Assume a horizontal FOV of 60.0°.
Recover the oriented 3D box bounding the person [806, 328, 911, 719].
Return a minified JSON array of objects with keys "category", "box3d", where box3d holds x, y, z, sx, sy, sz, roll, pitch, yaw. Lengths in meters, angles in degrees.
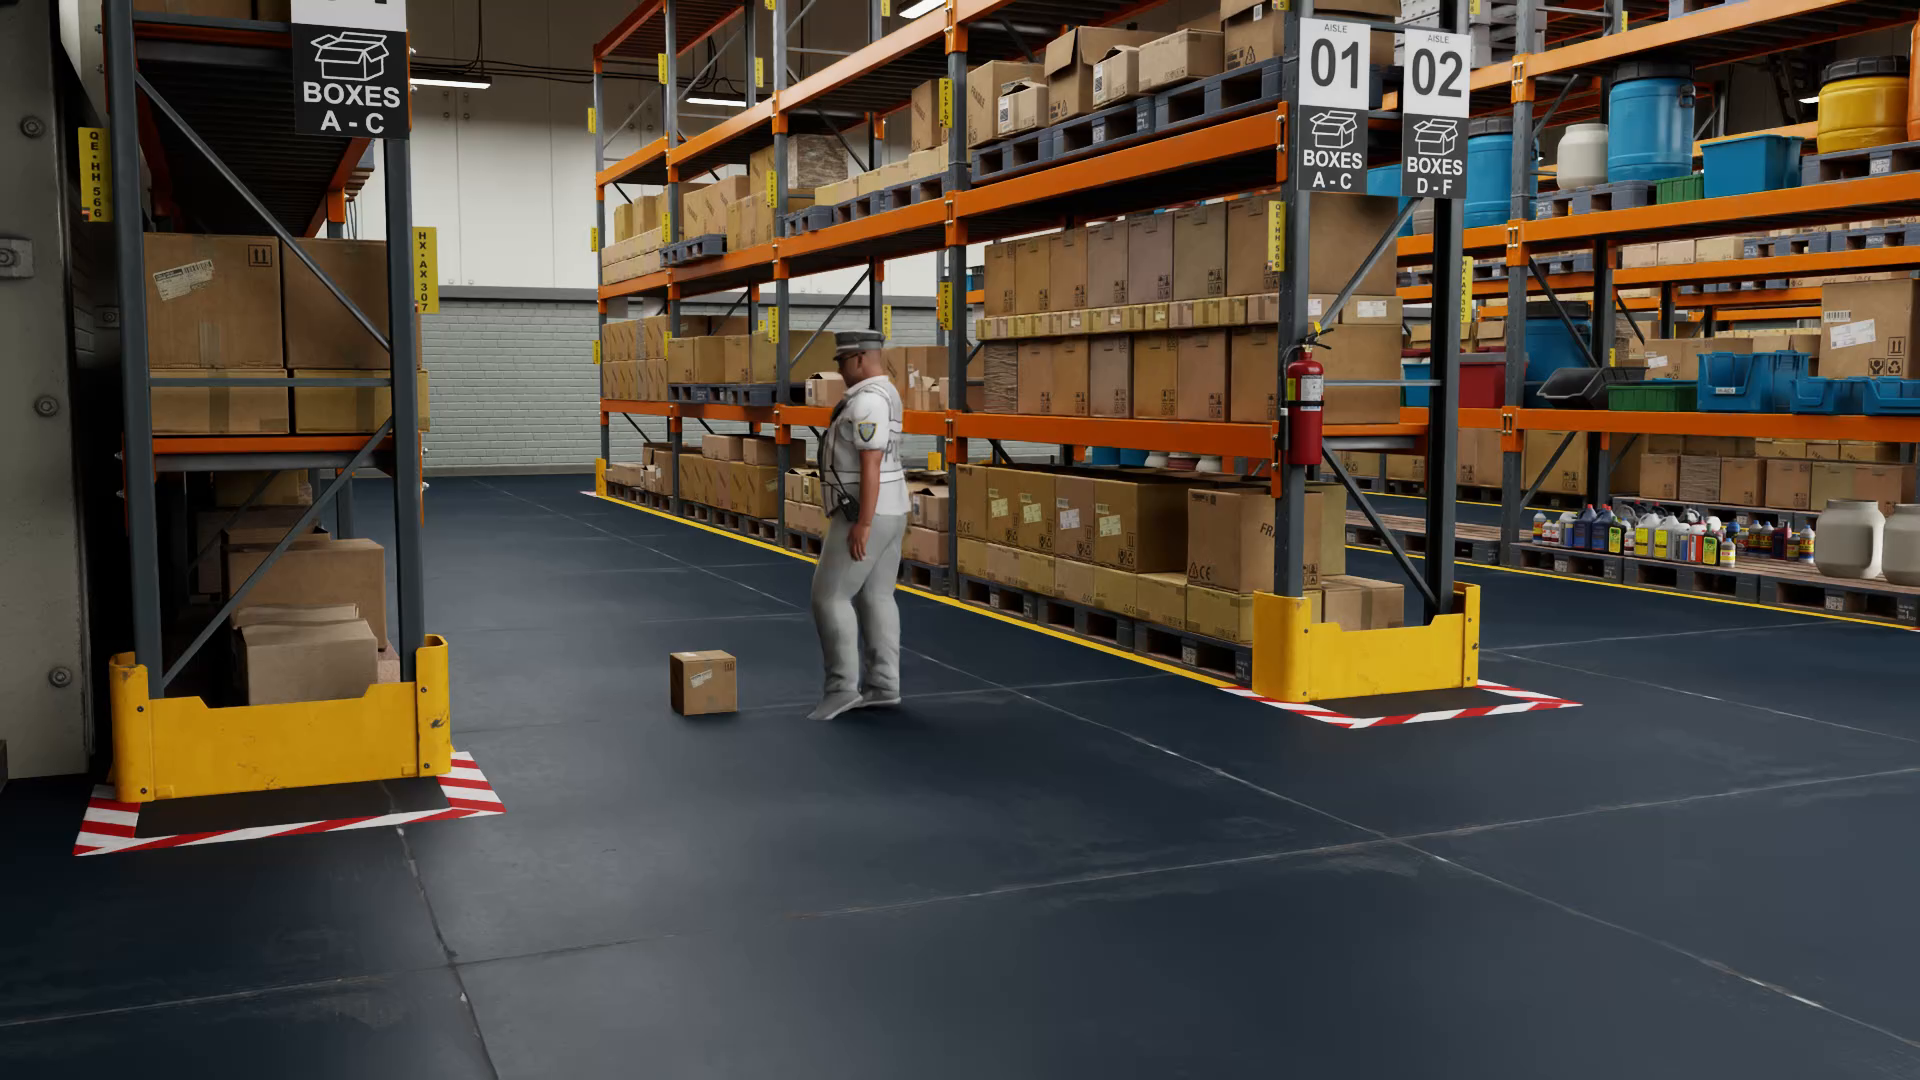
[{"category":"person","box3d":[-0.466,-0.054,7.634,0.465,1.824,0.556,1,5,11]}]
